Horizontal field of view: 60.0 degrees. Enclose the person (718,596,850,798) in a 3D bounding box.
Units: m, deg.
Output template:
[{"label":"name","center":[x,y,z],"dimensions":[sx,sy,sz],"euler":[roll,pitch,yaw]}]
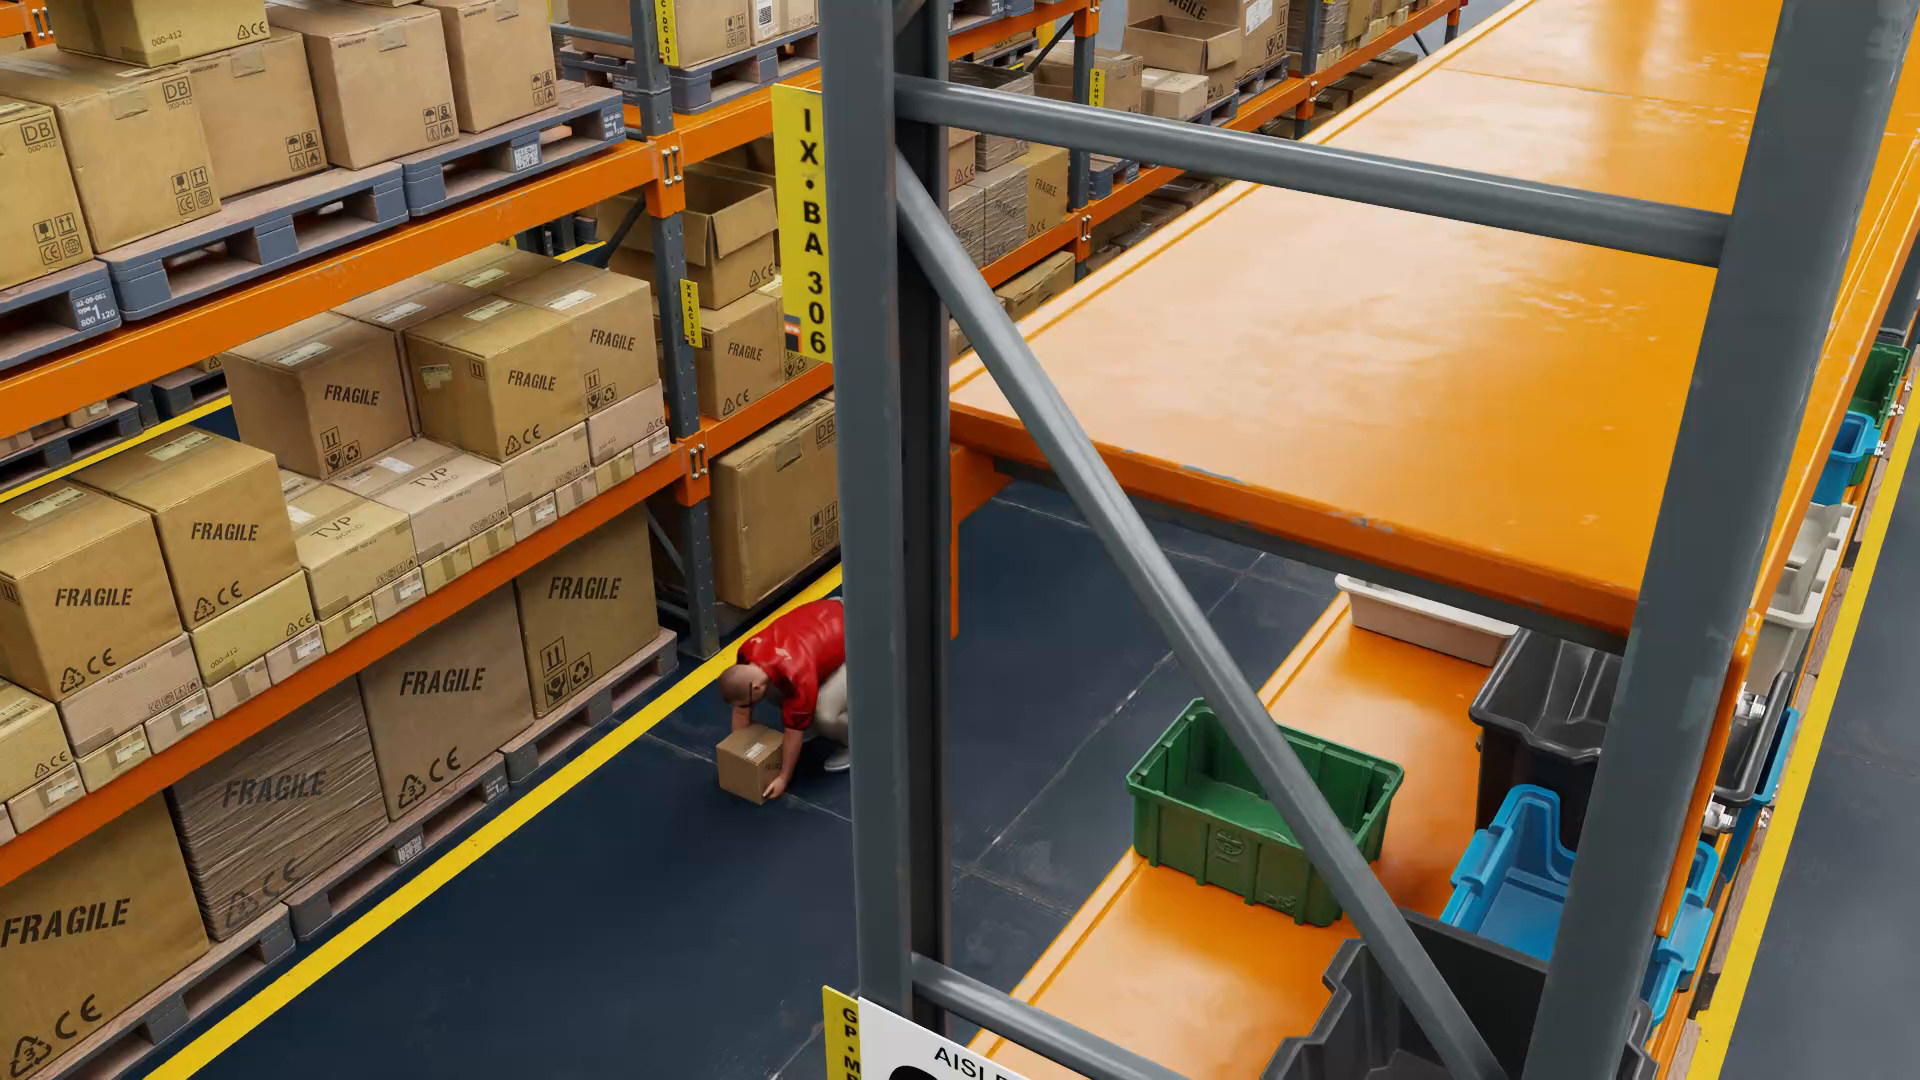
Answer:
[{"label":"person","center":[-0.749,0.736,7.903],"dimensions":[0.950,0.804,0.534],"euler":[-26,39,-37]}]
